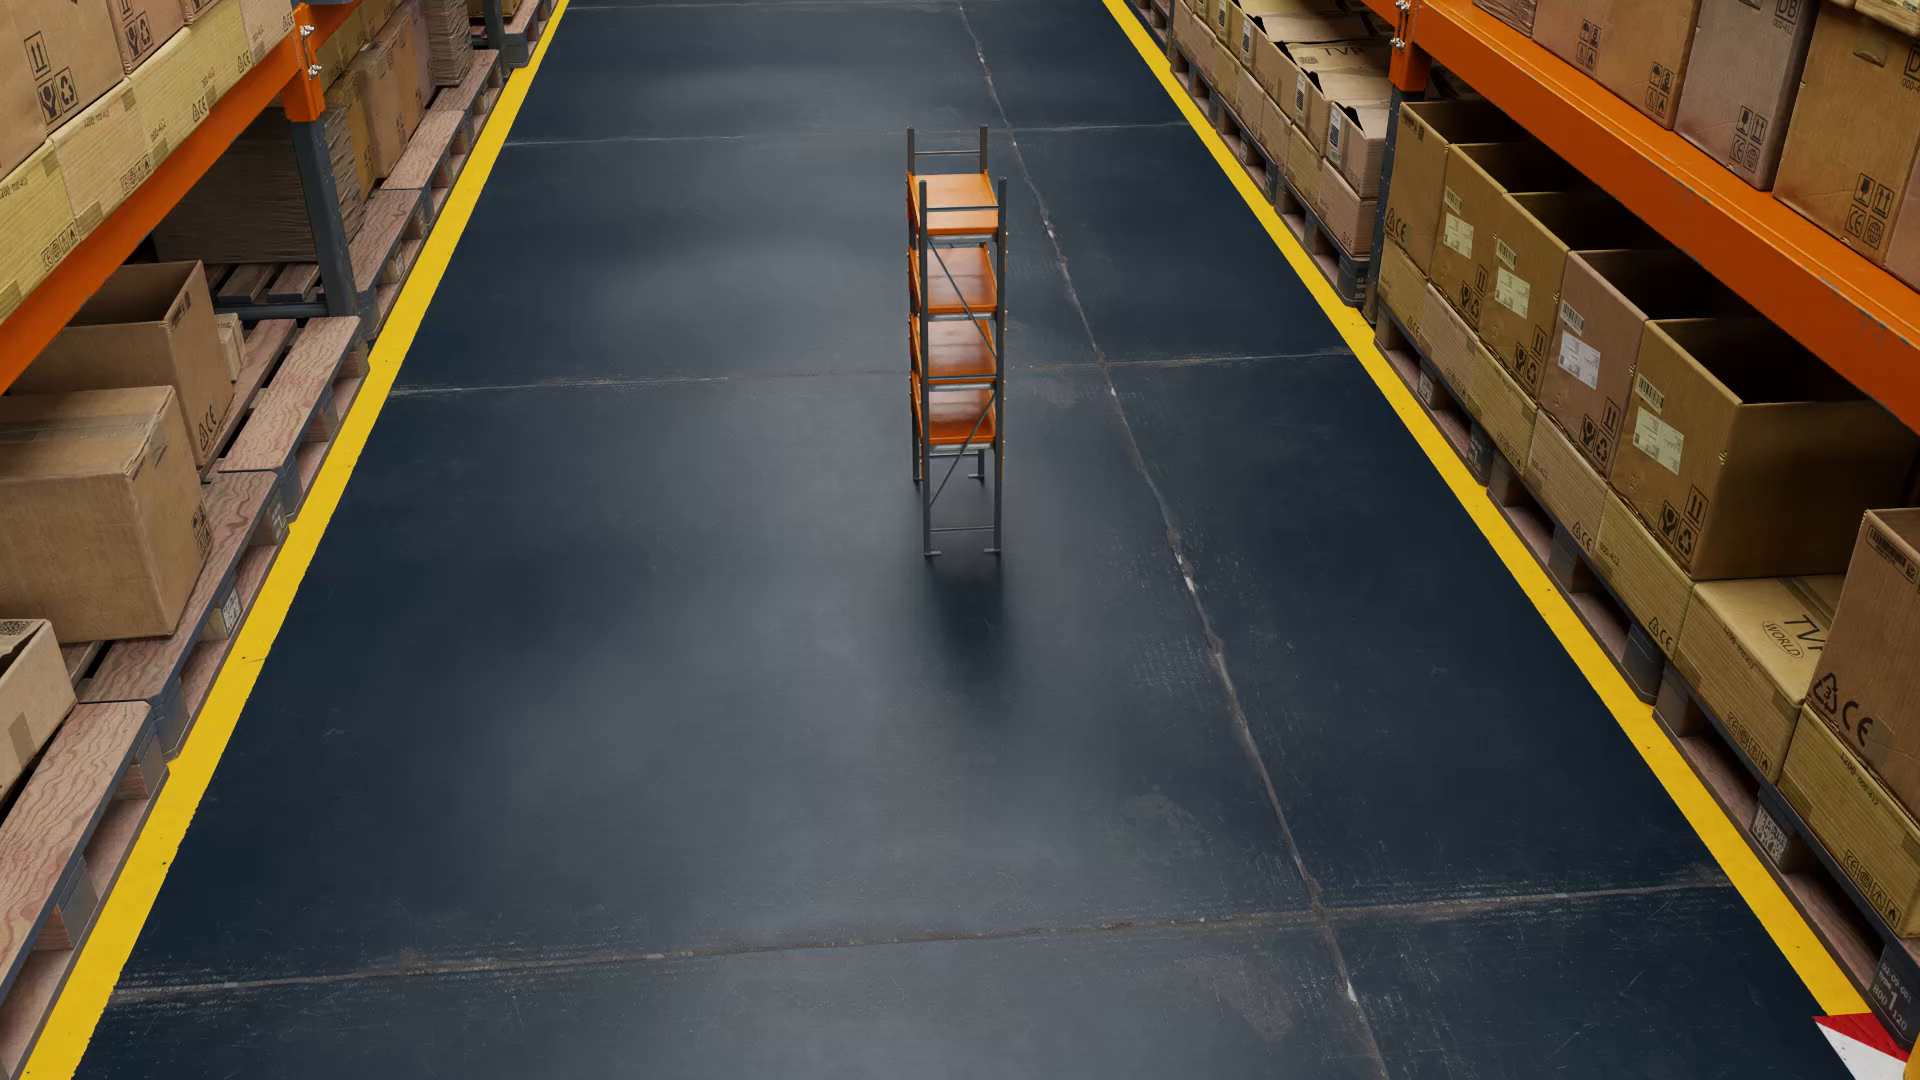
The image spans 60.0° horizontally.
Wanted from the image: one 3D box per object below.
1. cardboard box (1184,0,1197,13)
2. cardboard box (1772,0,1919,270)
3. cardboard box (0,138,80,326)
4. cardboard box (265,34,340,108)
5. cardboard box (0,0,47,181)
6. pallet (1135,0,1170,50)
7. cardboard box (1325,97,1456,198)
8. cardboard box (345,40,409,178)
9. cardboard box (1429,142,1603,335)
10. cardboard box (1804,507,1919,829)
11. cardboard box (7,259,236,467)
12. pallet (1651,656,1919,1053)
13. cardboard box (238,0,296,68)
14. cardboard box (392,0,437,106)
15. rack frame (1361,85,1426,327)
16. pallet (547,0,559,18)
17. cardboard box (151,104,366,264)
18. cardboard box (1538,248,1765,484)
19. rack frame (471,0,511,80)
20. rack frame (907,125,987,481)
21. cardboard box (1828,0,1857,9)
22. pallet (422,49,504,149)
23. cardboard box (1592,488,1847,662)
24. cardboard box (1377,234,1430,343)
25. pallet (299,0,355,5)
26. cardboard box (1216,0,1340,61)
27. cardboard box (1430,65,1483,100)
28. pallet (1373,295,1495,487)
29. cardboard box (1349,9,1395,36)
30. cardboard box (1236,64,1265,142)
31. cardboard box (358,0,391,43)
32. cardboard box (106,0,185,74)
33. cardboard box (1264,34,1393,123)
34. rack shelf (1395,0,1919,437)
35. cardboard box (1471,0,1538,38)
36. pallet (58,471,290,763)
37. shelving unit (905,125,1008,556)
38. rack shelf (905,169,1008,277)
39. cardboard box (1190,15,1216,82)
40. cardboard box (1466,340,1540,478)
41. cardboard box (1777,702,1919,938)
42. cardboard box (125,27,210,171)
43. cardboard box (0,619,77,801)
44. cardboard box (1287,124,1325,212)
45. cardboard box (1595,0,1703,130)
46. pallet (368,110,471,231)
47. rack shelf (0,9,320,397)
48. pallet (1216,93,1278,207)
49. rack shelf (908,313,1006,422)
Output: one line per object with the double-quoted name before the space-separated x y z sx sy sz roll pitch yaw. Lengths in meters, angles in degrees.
"cardboard box" 1.525 -3.200 9.408 0.500 0.311 0.500 -2 31 -3
"cardboard box" 2.391 -0.960 3.835 0.700 0.500 0.500 -3 31 -4
"cardboard box" -2.249 -0.651 3.541 0.500 0.250 0.500 -3 31 -5
"cardboard box" -2.919 -1.997 6.946 0.500 0.250 0.500 -3 31 -6
"cardboard box" -2.239 -0.959 3.325 0.500 0.500 0.500 -4 31 -6
"pallet" 1.737 -3.427 10.782 1.003 0.211 1.213 -3 31 -5
"cardboard box" 1.819 -1.633 6.783 0.500 0.311 0.500 -3 31 -5
"cardboard box" -2.980 -1.974 7.639 0.700 0.500 0.500 -2 31 -4
"cardboard box" 1.929 -1.014 5.563 0.500 0.500 0.500 -3 31 -5
"cardboard box" 2.170 0.262 3.427 0.500 0.500 0.500 -3 31 -5
"cardboard box" -2.652 -0.548 5.250 0.500 0.500 0.500 -5 31 -8
"pallet" 2.403 0.652 3.953 1.003 0.211 1.213 -3 31 -5
"cardboard box" -2.443 -1.677 5.259 0.500 0.250 0.500 -3 31 -4
"cardboard box" -3.111 -2.484 8.492 0.700 0.500 0.500 -3 31 -5
"rack frame" 2.143 -2.199 6.006 1.000 3.000 0.127 -3 31 -5
"pallet" -3.272 -3.832 11.460 1.003 0.211 1.213 -3 31 -5
"cardboard box" -2.874 -1.450 6.762 0.700 0.500 0.500 -2 31 -3
"cardboard box" 2.017 -0.503 4.708 0.500 0.500 0.500 -3 31 -5
"rack frame" -3.163 -4.002 9.025 1.000 3.000 0.127 -3 31 -5
"rack frame" -0.038 -0.724 5.292 0.240 1.200 0.015 -3 31 -5
"cardboard box" 2.169 -1.325 3.813 0.380 0.149 0.250 -2 31 -3
"pallet" -3.091 -2.406 9.072 1.003 0.211 1.213 -3 31 -5
"cardboard box" 2.065 0.074 4.473 0.500 0.250 0.500 -3 31 -5
"cardboard box" 1.884 -0.948 6.183 0.500 0.250 0.500 -3 31 -5
"pallet" -2.716 -2.275 6.320 1.003 0.211 1.213 -3 31 -5
"cardboard box" 1.628 -2.672 8.523 0.500 0.311 0.500 -4 31 -6
"cardboard box" 2.311 -1.918 7.261 0.500 0.311 0.500 -3 31 -5
"pallet" 2.175 -0.594 6.038 1.003 0.211 1.213 -3 31 -5
"cardboard box" 2.207 -2.447 8.147 0.500 0.311 0.500 -2 31 -3
"cardboard box" 1.675 -2.176 8.240 0.500 0.250 0.500 -2 31 -4
"cardboard box" -3.000 -2.518 7.818 0.500 0.250 0.500 -3 31 -5
"cardboard box" -2.348 -1.487 4.210 0.500 0.500 0.500 -4 31 -6
"cardboard box" 1.720 -2.153 7.654 0.500 0.311 0.500 -3 31 -5
"rack shelf" 2.330 -0.869 4.481 1.077 0.370 4.000 -3 31 -5
"cardboard box" 2.190 -2.016 5.602 0.700 0.500 0.500 -4 31 -6
"pallet" -2.574 0.203 4.704 1.003 0.211 1.213 -3 31 -5
"shelving unit" -0.015 -0.600 5.084 0.258 1.200 0.503 -3 31 -5
"rack shelf" -0.015 -0.937 4.882 0.258 0.148 0.480 -3 31 -5
"cardboard box" 1.573 -2.703 9.122 0.500 0.250 0.500 -4 31 -6
"cardboard box" 1.967 -0.436 5.327 0.500 0.250 0.500 -3 31 -5
"cardboard box" 2.172 0.584 3.619 0.500 0.250 0.500 -3 31 -5
"cardboard box" -2.342 -1.166 4.403 0.500 0.250 0.500 -3 31 -5
"cardboard box" -2.444 0.399 3.849 0.500 0.311 0.500 0 31 0
"cardboard box" 1.770 -1.655 7.367 0.500 0.250 0.500 -3 31 -5
"cardboard box" 2.289 -1.490 4.722 0.700 0.500 0.500 -2 31 -4
"pallet" -2.980 -1.784 8.031 1.003 0.211 1.213 -3 31 -5
"rack shelf" -2.602 -0.630 4.081 1.077 0.370 4.000 -3 31 -5
"pallet" 1.918 -2.000 8.393 1.003 0.211 1.213 -3 31 -5
"rack shelf" -0.015 -0.542 5.118 0.258 0.148 0.480 -3 31 -5
